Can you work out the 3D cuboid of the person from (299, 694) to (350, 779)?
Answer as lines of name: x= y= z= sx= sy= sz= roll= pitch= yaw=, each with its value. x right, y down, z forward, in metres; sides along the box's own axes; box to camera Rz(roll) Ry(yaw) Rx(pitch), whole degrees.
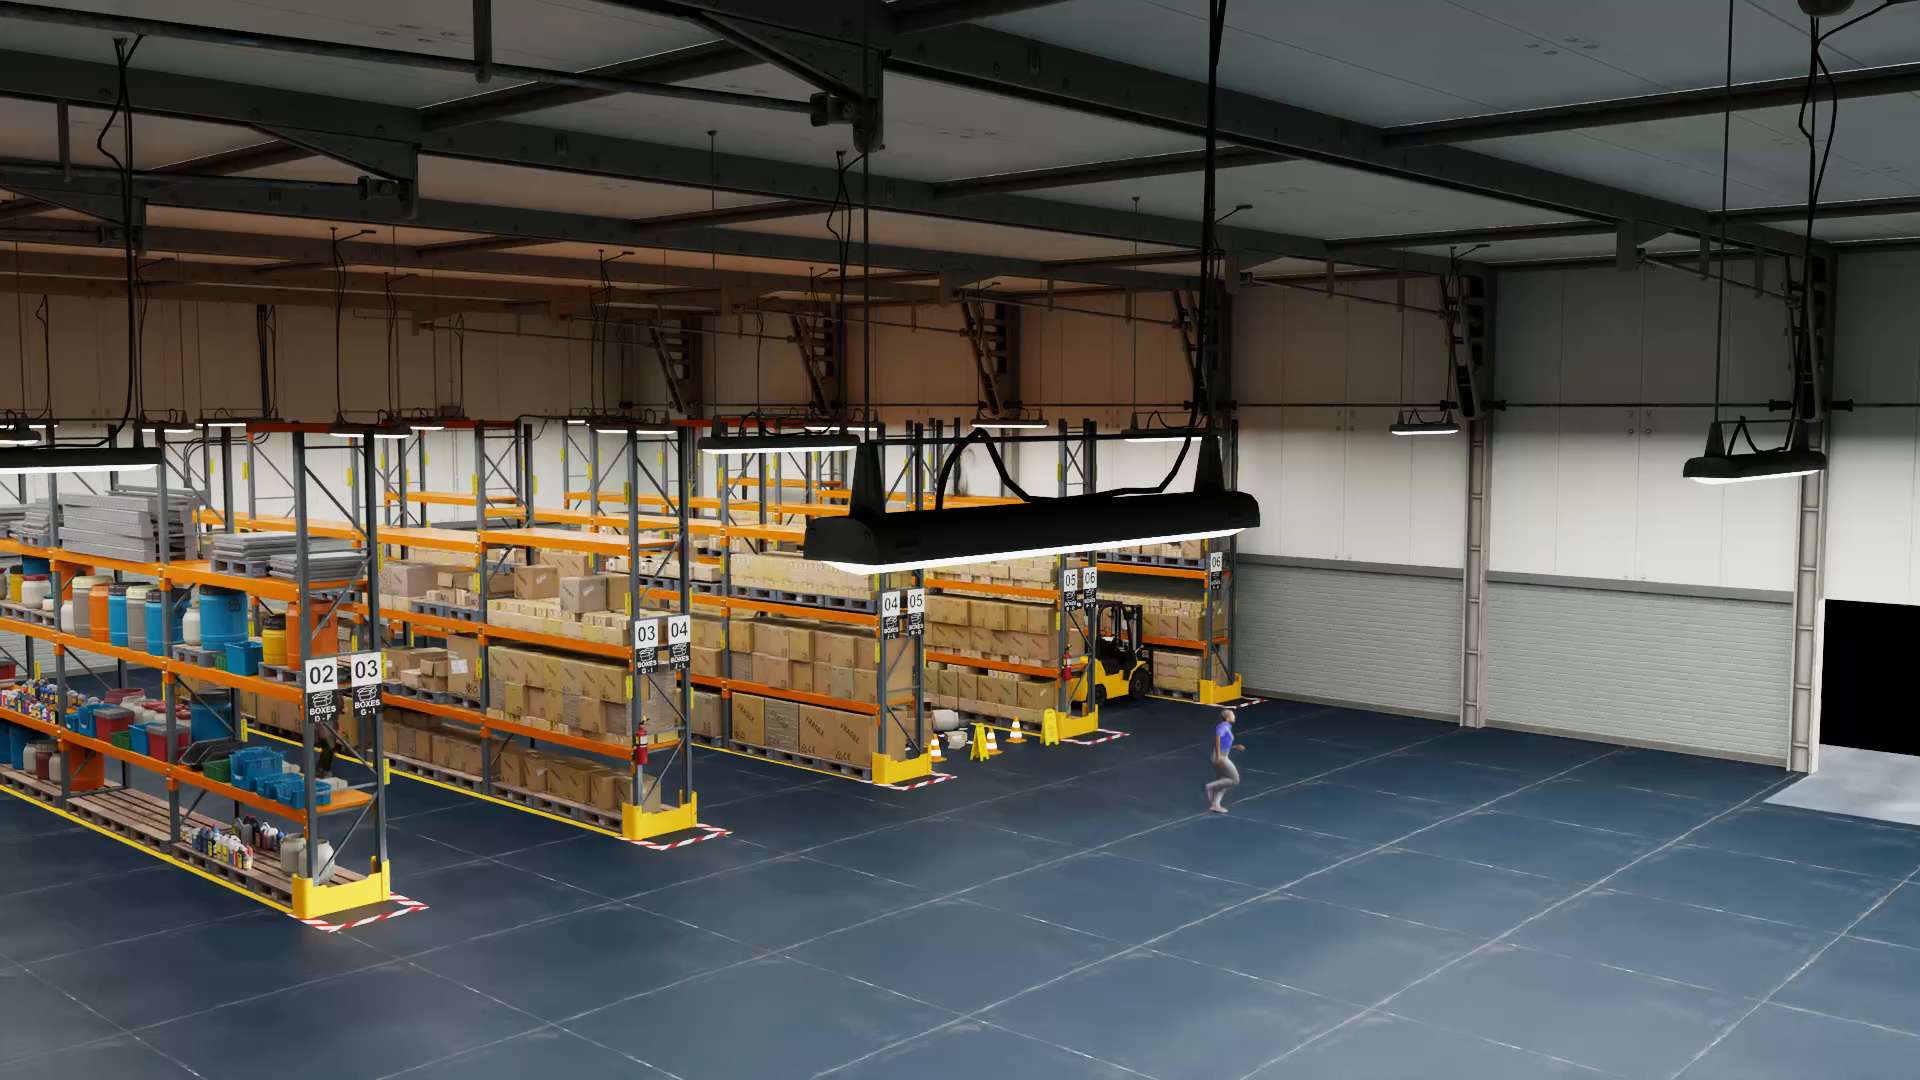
person: x=-10.648 y=3.281 z=27.976 sx=0.849 sy=1.607 sz=0.705 roll=3 pitch=6 yaw=35

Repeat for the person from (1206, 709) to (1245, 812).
person: x=4.145 y=3.431 z=25.854 sx=0.604 sy=1.605 sz=0.616 roll=0 pitch=5 yaw=-3
